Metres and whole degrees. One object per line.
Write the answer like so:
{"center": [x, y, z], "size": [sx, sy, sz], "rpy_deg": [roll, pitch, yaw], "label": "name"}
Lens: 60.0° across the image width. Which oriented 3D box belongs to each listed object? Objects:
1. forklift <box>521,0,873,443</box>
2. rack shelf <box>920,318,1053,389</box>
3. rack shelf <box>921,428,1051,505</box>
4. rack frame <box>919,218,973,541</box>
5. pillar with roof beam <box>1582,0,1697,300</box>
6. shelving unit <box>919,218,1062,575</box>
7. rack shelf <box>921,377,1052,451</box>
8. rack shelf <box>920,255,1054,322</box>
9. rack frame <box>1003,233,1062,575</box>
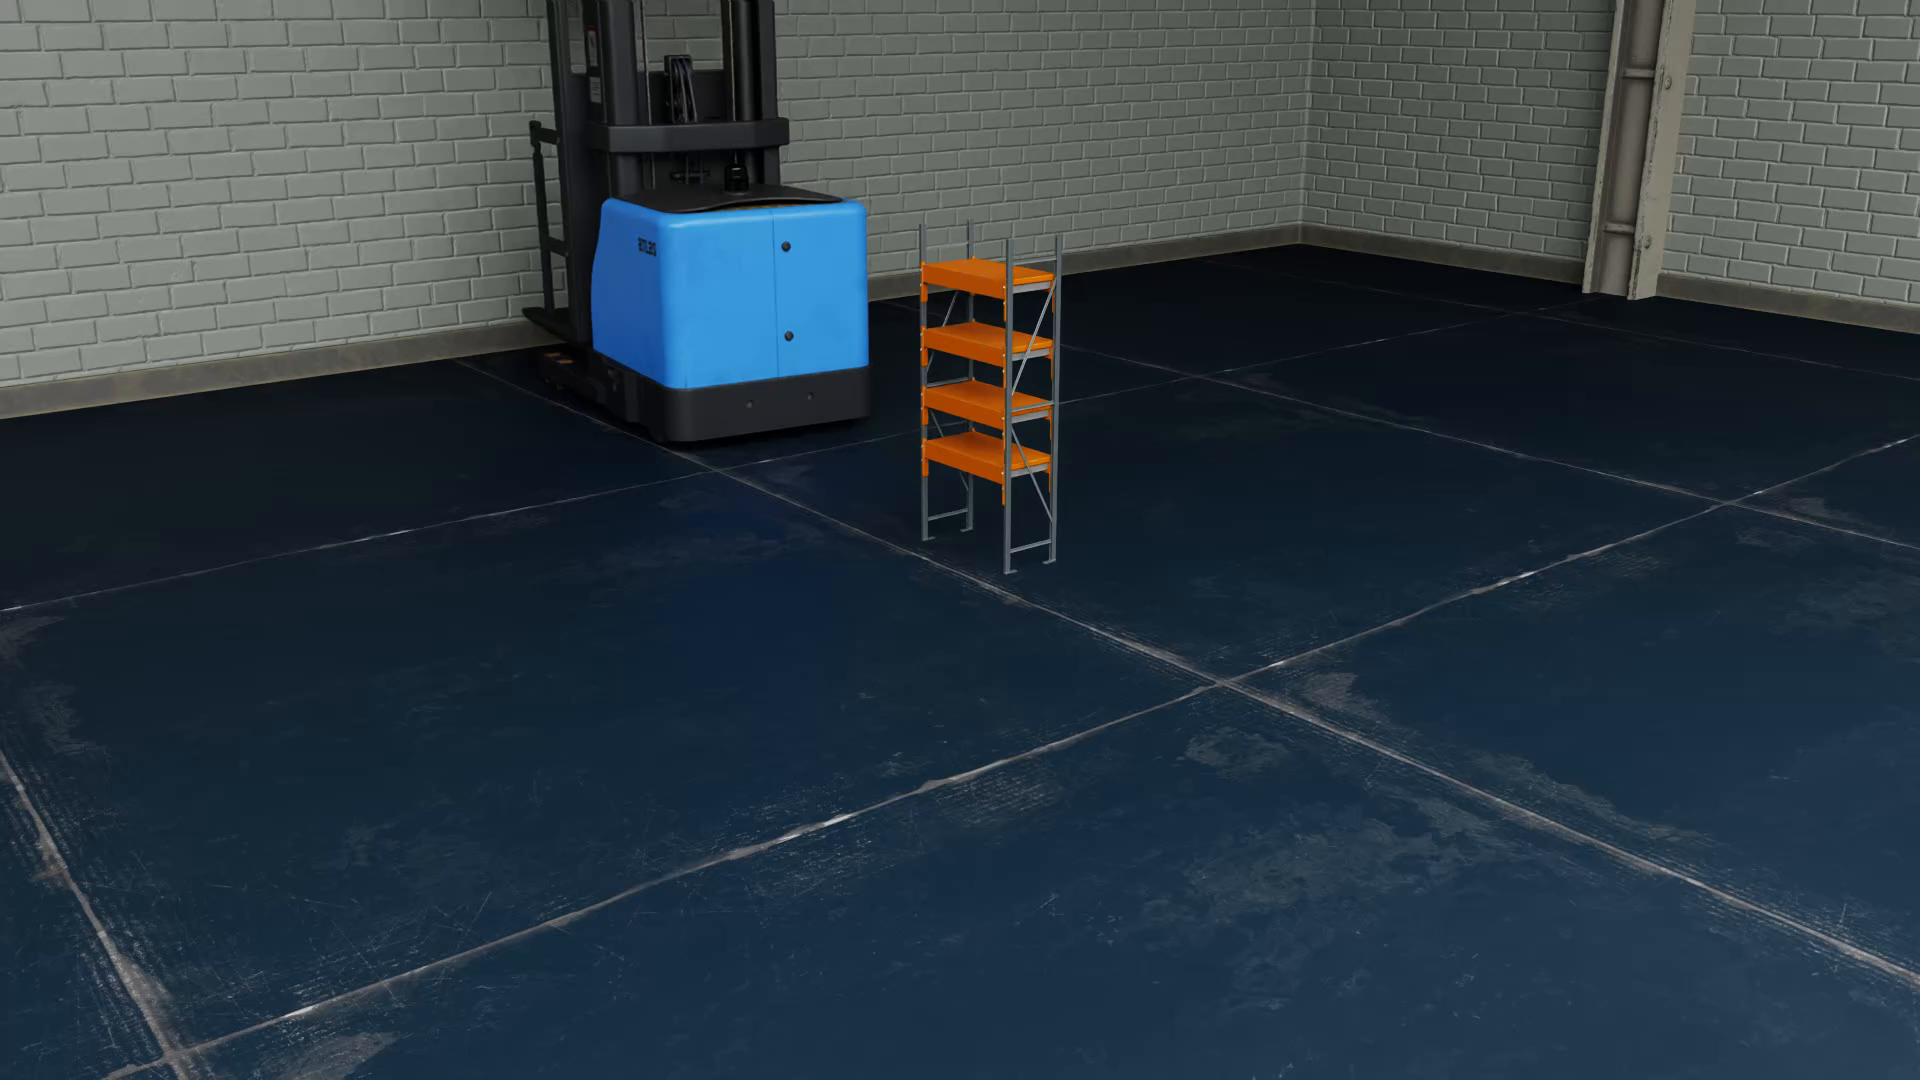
{"center": [-1.605, -2.242, 8.472], "size": [1.130, 2.935, 3.031], "rpy_deg": [-11, 21, -29], "label": "forklift"}
{"center": [0.103, -0.677, 6.002], "size": [0.258, 0.148, 0.480], "rpy_deg": [-14, 23, -36], "label": "rack shelf"}
{"center": [0.103, -0.276, 6.134], "size": [0.258, 0.148, 0.480], "rpy_deg": [-14, 23, -36], "label": "rack shelf"}
{"center": [-0.049, -0.589, 6.232], "size": [0.240, 1.200, 0.015], "rpy_deg": [-14, 23, -36], "label": "rack frame"}
{"center": [1.191, -5.137, 7.562], "size": [9.100, 9.000, 0.400], "rpy_deg": [-14, 23, -36], "label": "pillar with roof beam"}
{"center": [0.103, -0.529, 6.051], "size": [0.258, 1.200, 0.503], "rpy_deg": [-14, 23, -36], "label": "shelving unit"}
{"center": [0.103, -0.465, 6.072], "size": [0.258, 0.148, 0.480], "rpy_deg": [-14, 23, -36], "label": "rack shelf"}
{"center": [0.103, -0.902, 5.927], "size": [0.258, 0.148, 0.480], "rpy_deg": [-14, 23, -36], "label": "rack shelf"}
{"center": [0.254, -0.469, 5.869], "size": [0.240, 1.200, 0.015], "rpy_deg": [-14, 23, -36], "label": "rack frame"}
